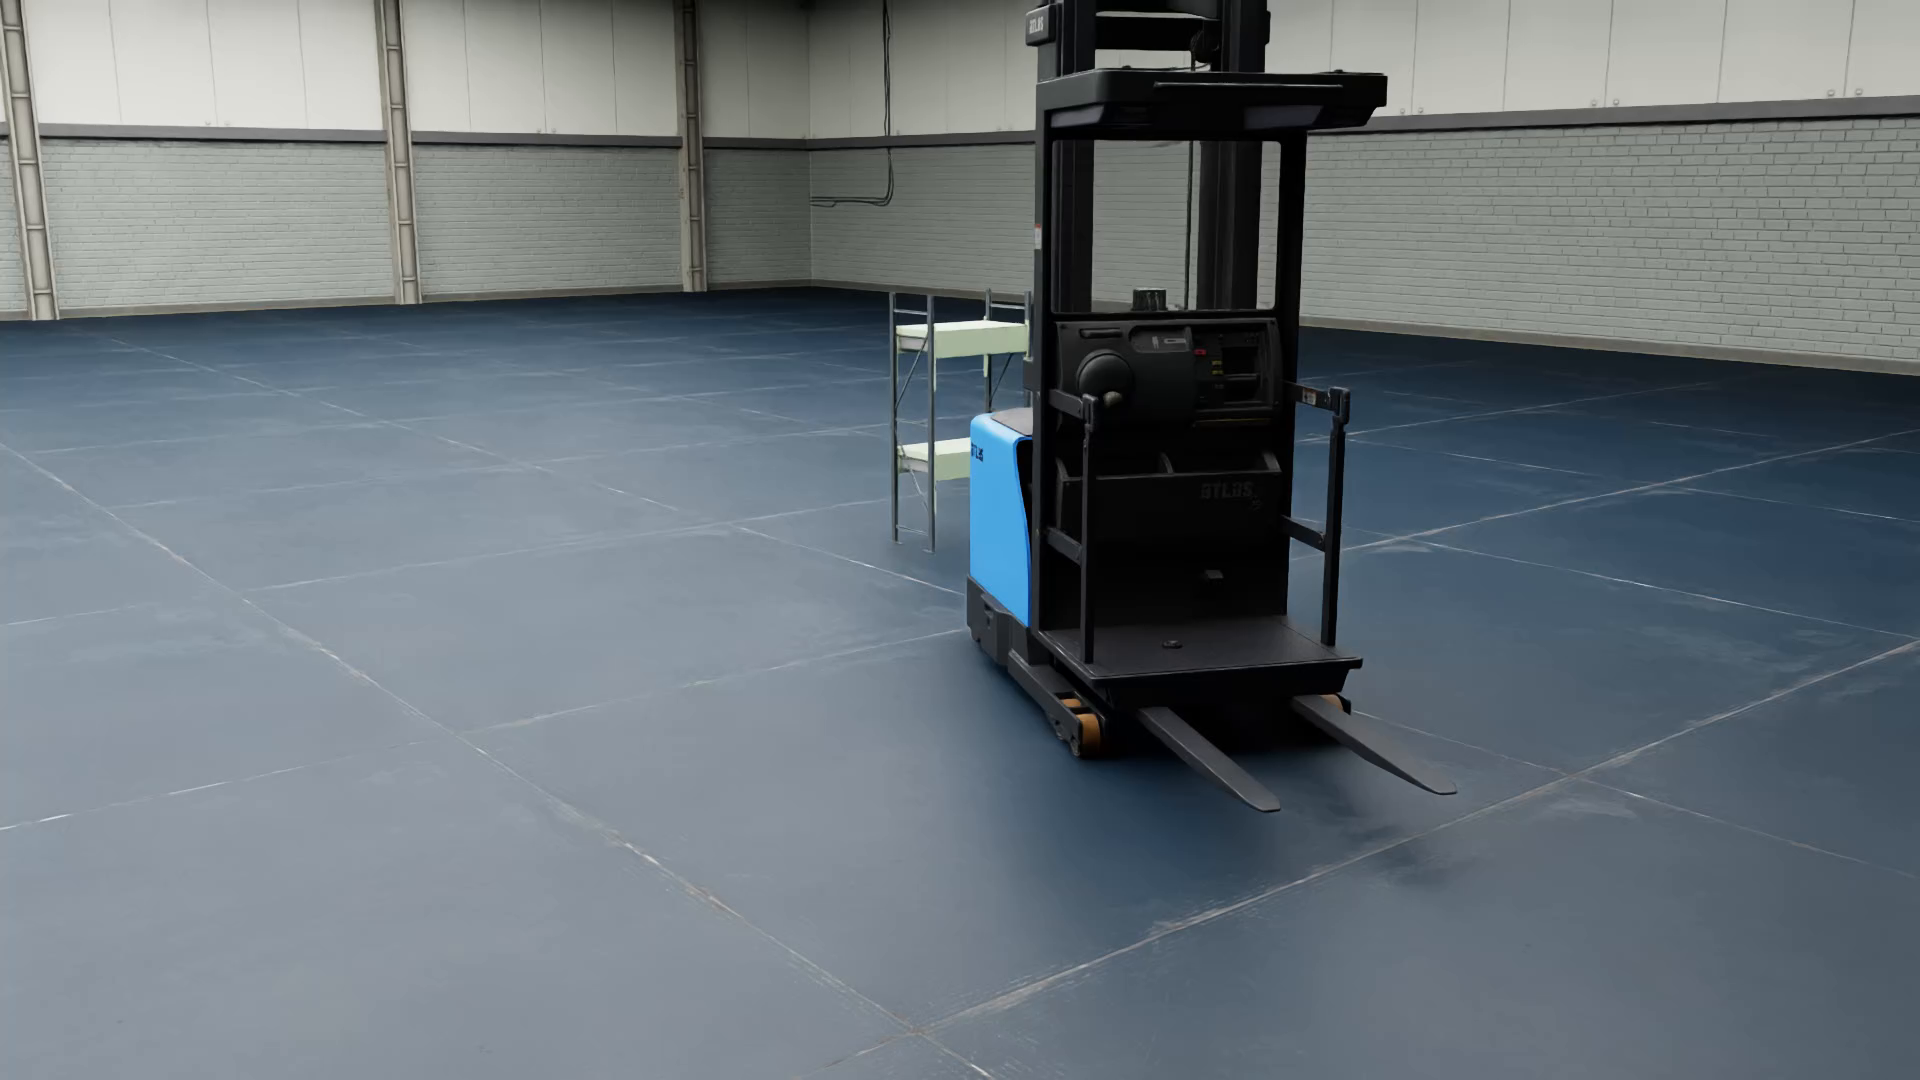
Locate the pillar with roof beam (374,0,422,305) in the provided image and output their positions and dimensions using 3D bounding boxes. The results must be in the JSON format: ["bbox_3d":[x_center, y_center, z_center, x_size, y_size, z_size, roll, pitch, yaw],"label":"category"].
[{"bbox_3d":[-7.457,-8.051,26.380,0.400,9.000,9.100,-9,15,-38],"label":"pillar with roof beam"}]

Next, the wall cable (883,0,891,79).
[{"bbox_3d":[-0.645,-10.209,31.857,0.112,2.526,3.097,-9,15,-38],"label":"wall cable"}]

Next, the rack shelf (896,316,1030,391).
[{"bbox_3d":[0.005,-1.116,9.896,0.720,0.370,0.431,-9,15,-38],"label":"rack shelf"}]

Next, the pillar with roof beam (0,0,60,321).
[{"bbox_3d":[-12.142,-7.273,22.714,0.400,9.000,9.100,-9,15,-38],"label":"pillar with roof beam"}]

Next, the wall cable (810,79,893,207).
[{"bbox_3d":[-2.335,-8.177,34.448,0.112,2.526,3.097,-9,15,-38],"label":"wall cable"}]

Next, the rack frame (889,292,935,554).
[{"bbox_3d":[-0.281,-0.687,9.753,0.023,1.500,0.400,-9,15,-38],"label":"rack frame"}]

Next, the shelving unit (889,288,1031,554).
[{"bbox_3d":[0.005,-0.735,9.977,0.755,1.500,0.431,-9,15,-38],"label":"shelving unit"}]

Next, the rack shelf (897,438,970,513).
[{"bbox_3d":[0.005,-0.416,10.045,0.720,0.370,0.431,-9,15,-38],"label":"rack shelf"}]

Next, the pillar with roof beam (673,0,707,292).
[{"bbox_3d":[-2.772,-8.830,30.047,0.400,9.000,9.100,-9,15,-38],"label":"pillar with roof beam"}]

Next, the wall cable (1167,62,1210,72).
[{"bbox_3d":[3.584,-9.817,26.511,0.169,6.003,2.305,-9,15,-38],"label":"wall cable"}]

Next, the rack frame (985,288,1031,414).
[{"bbox_3d":[0.291,-0.782,10.201,0.023,1.500,0.400,-9,15,-38],"label":"rack frame"}]

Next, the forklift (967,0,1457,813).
[{"bbox_3d":[0.888,-0.703,6.381,1.130,2.935,3.031,-3,12,-14],"label":"forklift"}]
